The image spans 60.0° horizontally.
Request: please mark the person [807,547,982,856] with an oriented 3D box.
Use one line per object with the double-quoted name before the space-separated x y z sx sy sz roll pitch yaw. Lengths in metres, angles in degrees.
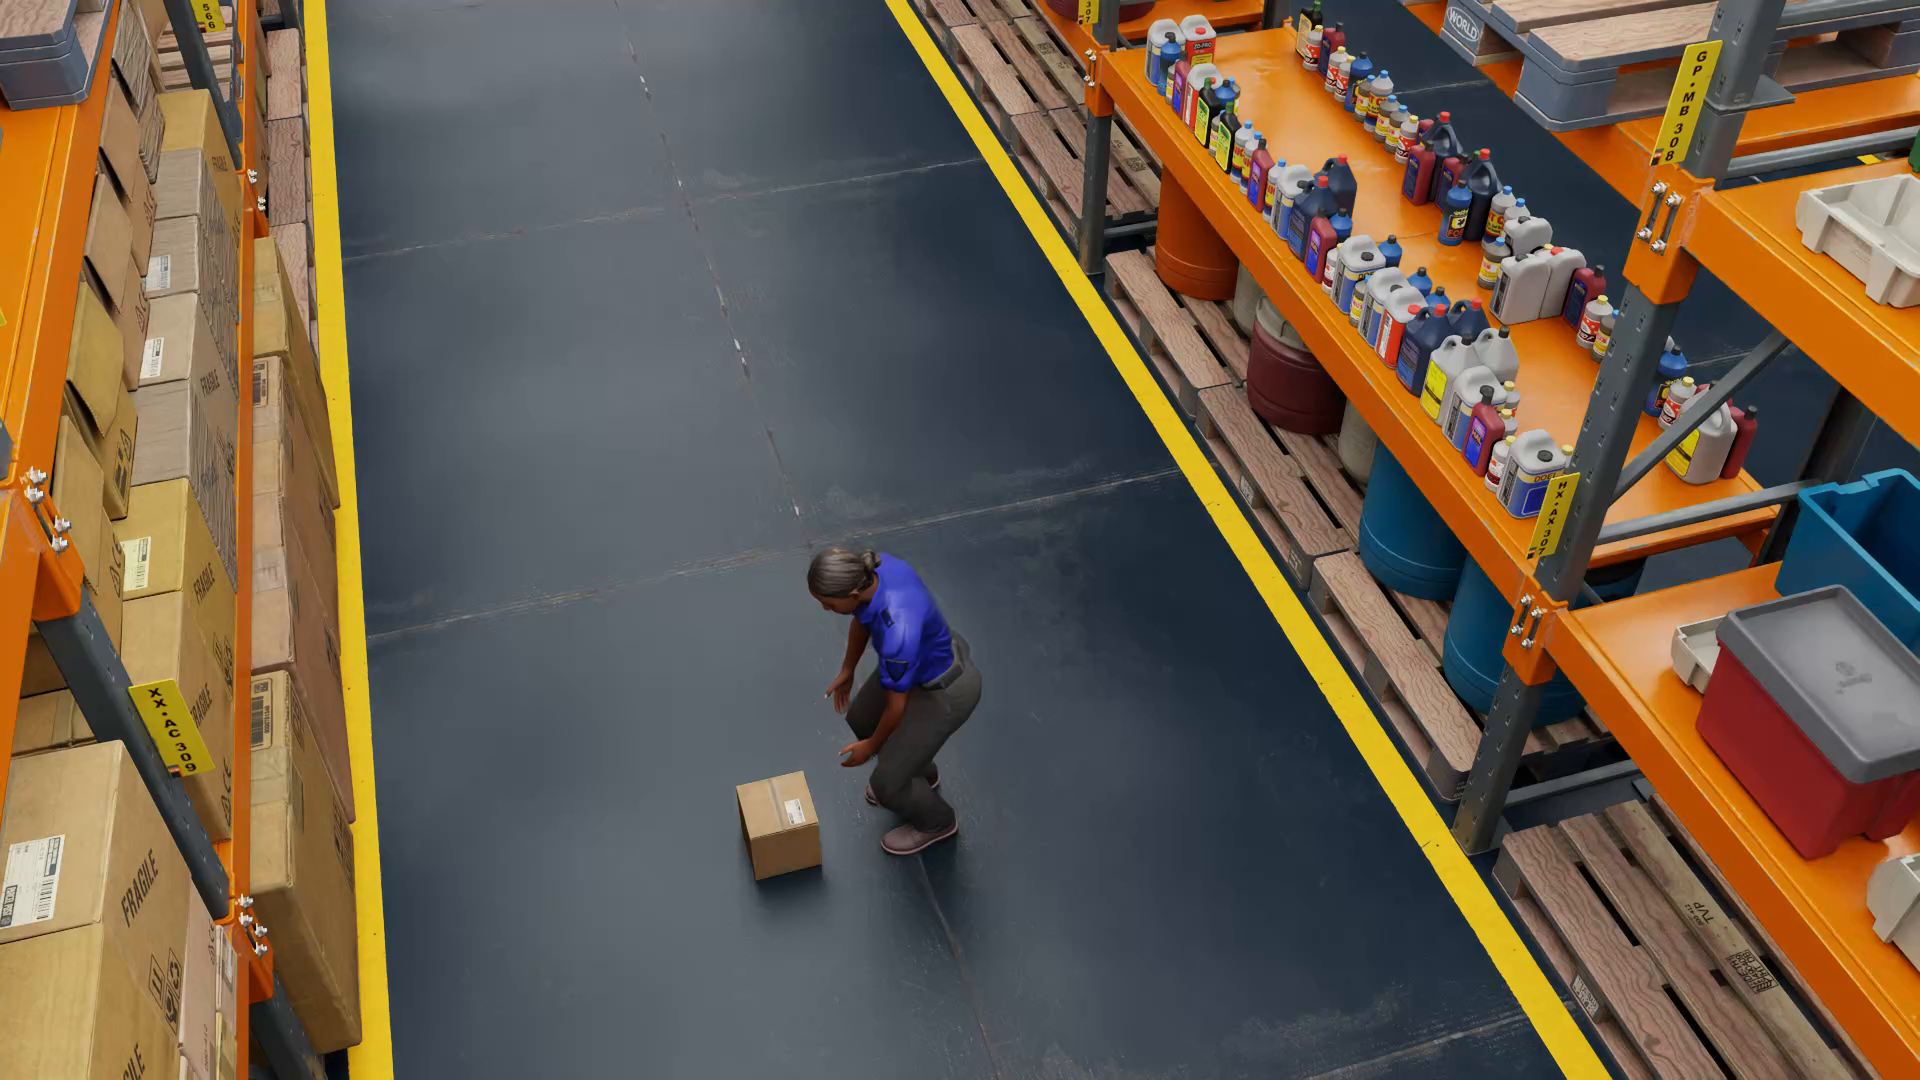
"person" -0.207 0.535 5.750 0.577 1.441 0.492 -12 44 -12
